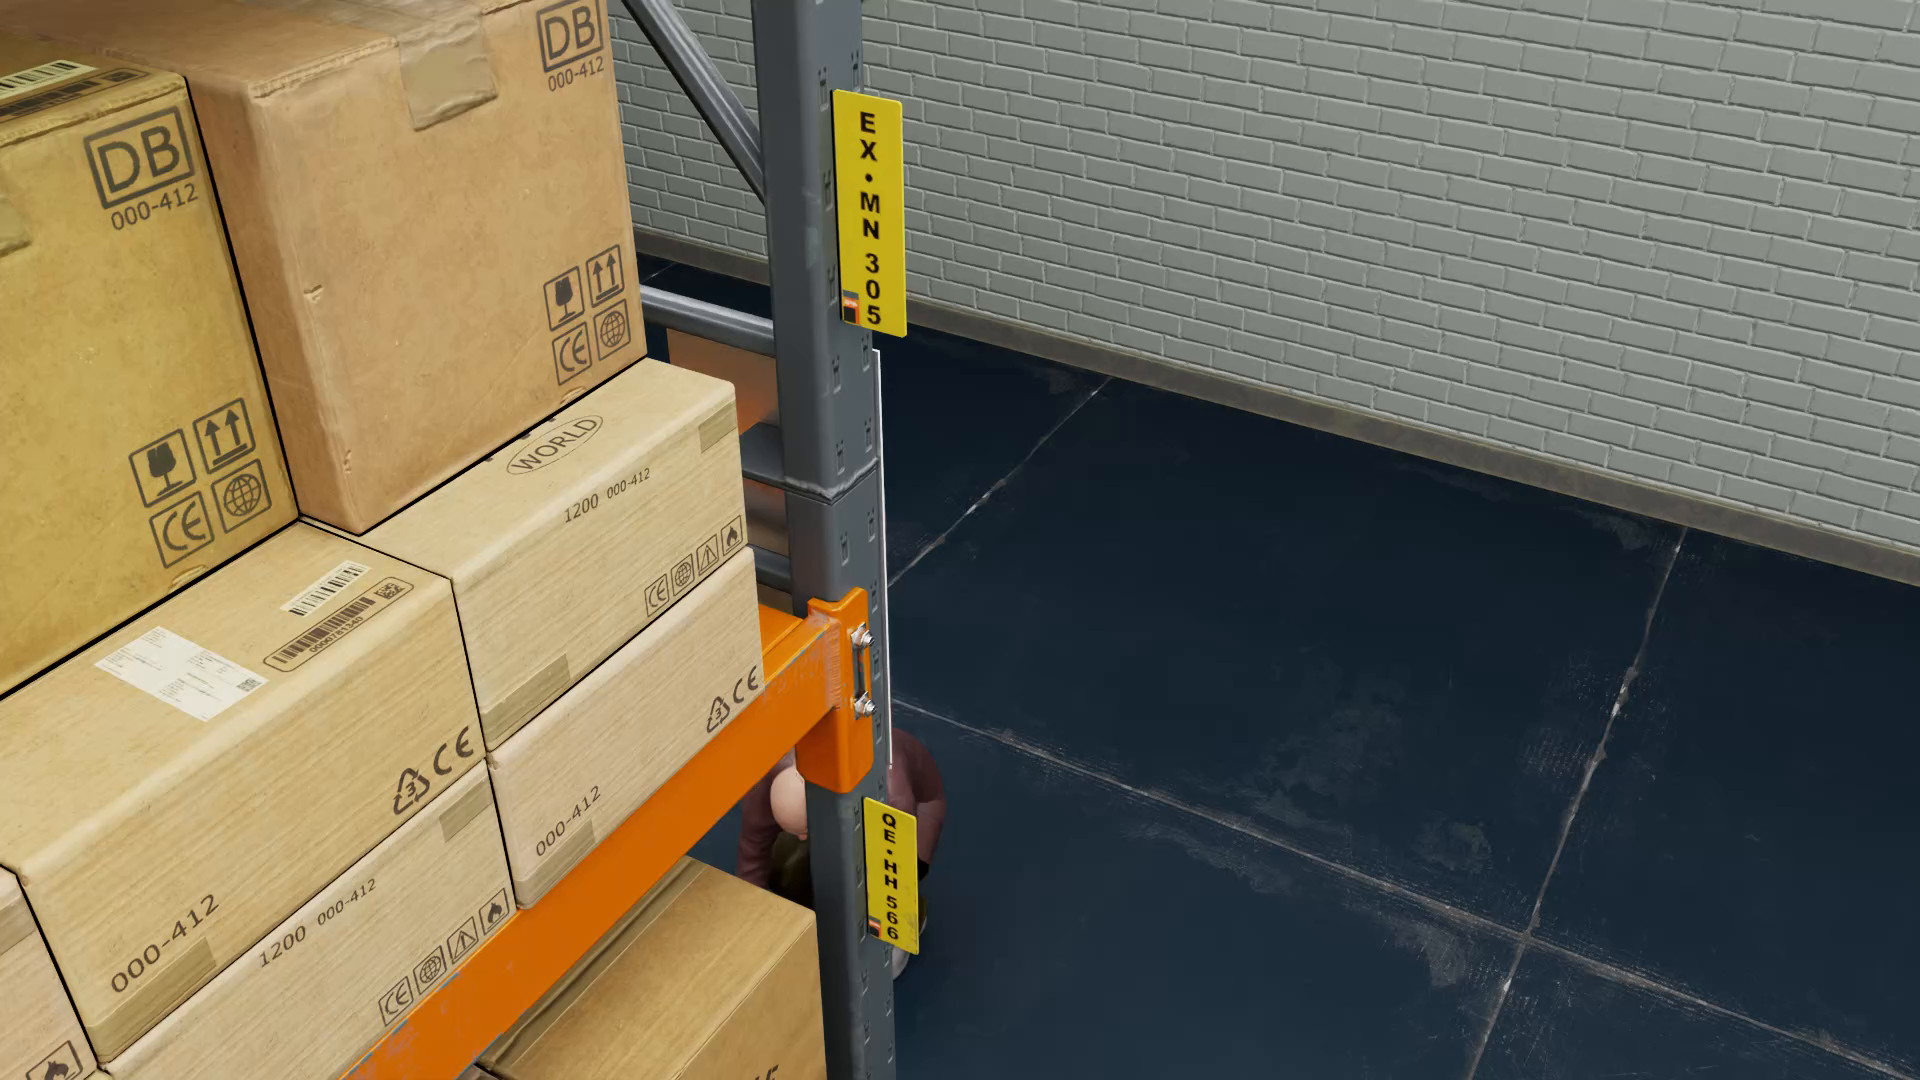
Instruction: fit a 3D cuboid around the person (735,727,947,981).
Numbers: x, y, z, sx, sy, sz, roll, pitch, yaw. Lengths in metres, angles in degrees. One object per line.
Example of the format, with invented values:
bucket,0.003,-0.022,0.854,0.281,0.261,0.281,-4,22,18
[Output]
person,-0.359,0.967,5.335,0.610,1.080,0.885,18,37,24
